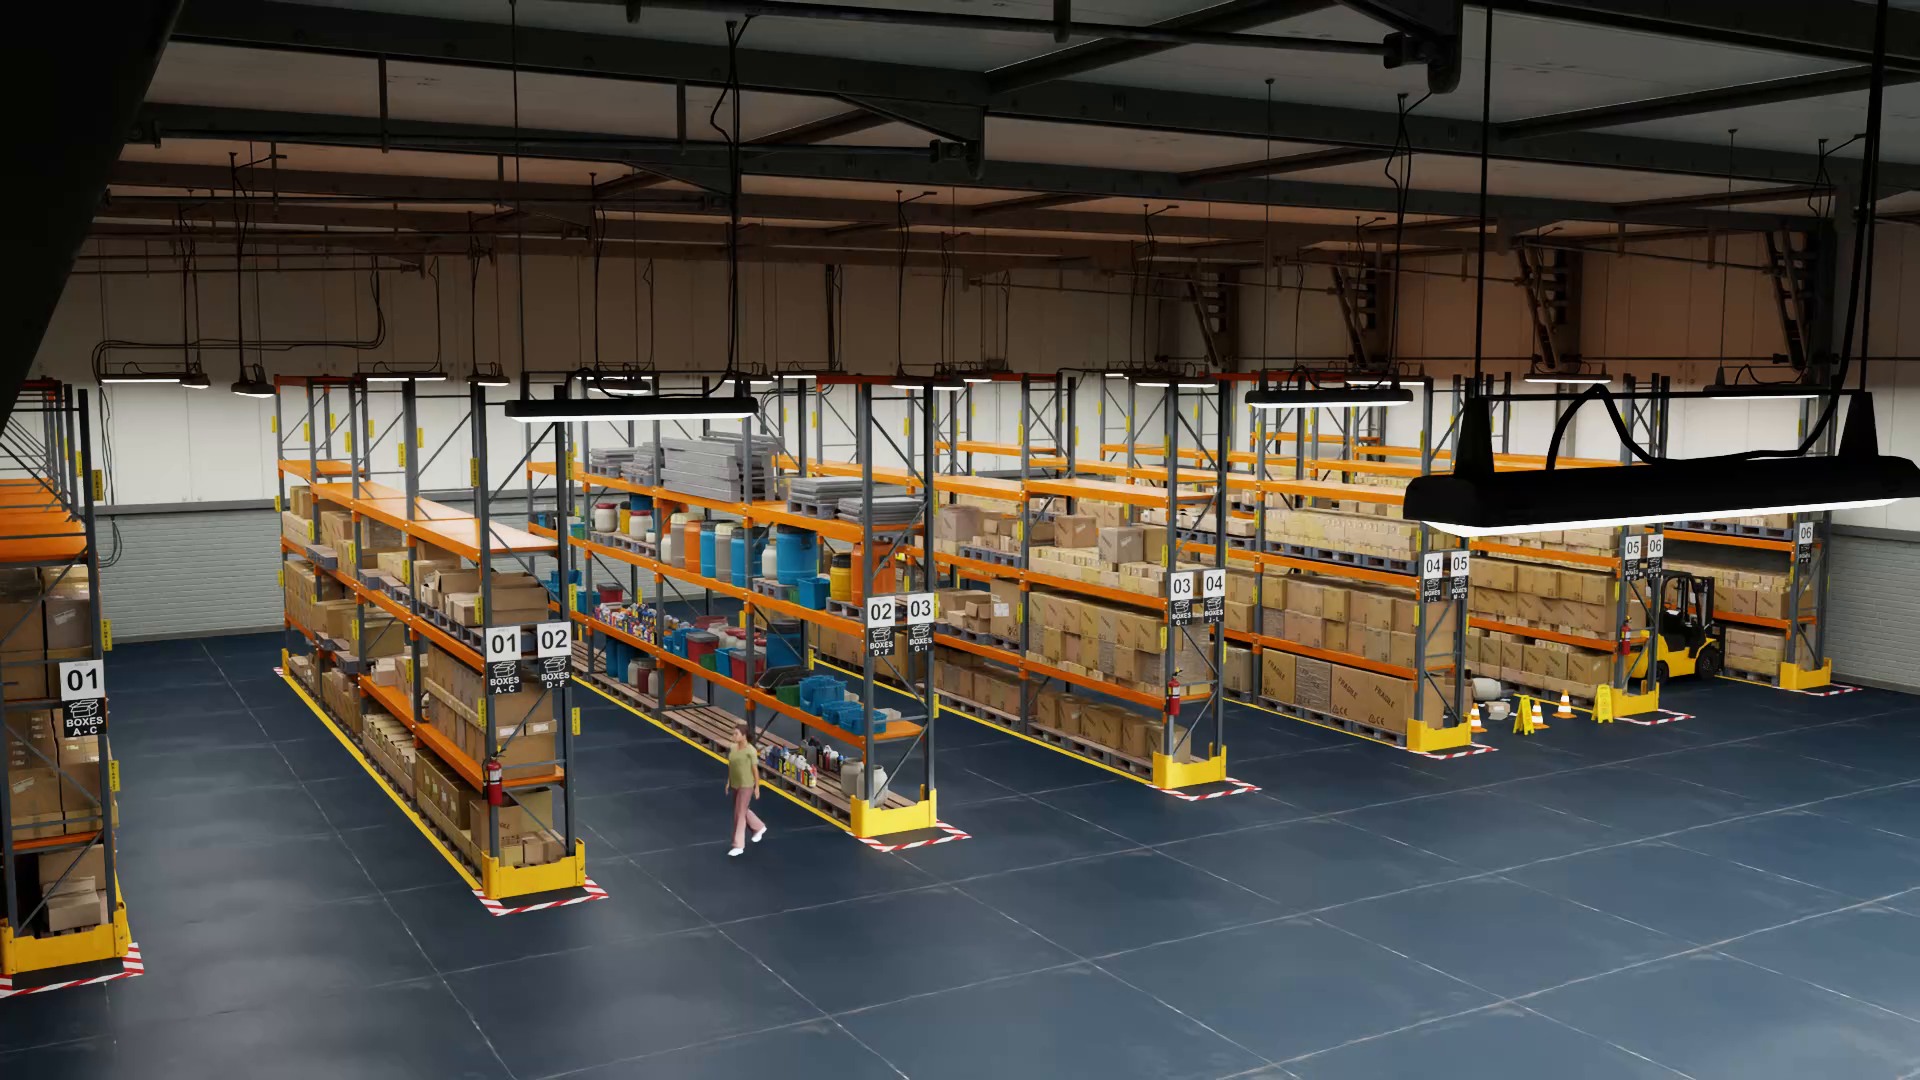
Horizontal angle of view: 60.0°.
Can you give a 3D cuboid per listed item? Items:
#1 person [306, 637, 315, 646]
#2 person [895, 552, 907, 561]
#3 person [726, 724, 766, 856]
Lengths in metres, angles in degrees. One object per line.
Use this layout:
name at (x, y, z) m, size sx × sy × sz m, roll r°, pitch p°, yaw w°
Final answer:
person at (-13.914, 1.563, 36.033) m, size 1.082 × 1.607 × 0.478 m, roll 4°, pitch 7°, yaw 31°
person at (-1.620, 0.742, 43.190) m, size 0.589 × 1.709 × 1.116 m, roll 0°, pitch 6°, yaw 2°
person at (-2.774, 3.168, 21.427) m, size 0.458 × 1.648 × 0.846 m, roll 6°, pitch 8°, yaw 42°
